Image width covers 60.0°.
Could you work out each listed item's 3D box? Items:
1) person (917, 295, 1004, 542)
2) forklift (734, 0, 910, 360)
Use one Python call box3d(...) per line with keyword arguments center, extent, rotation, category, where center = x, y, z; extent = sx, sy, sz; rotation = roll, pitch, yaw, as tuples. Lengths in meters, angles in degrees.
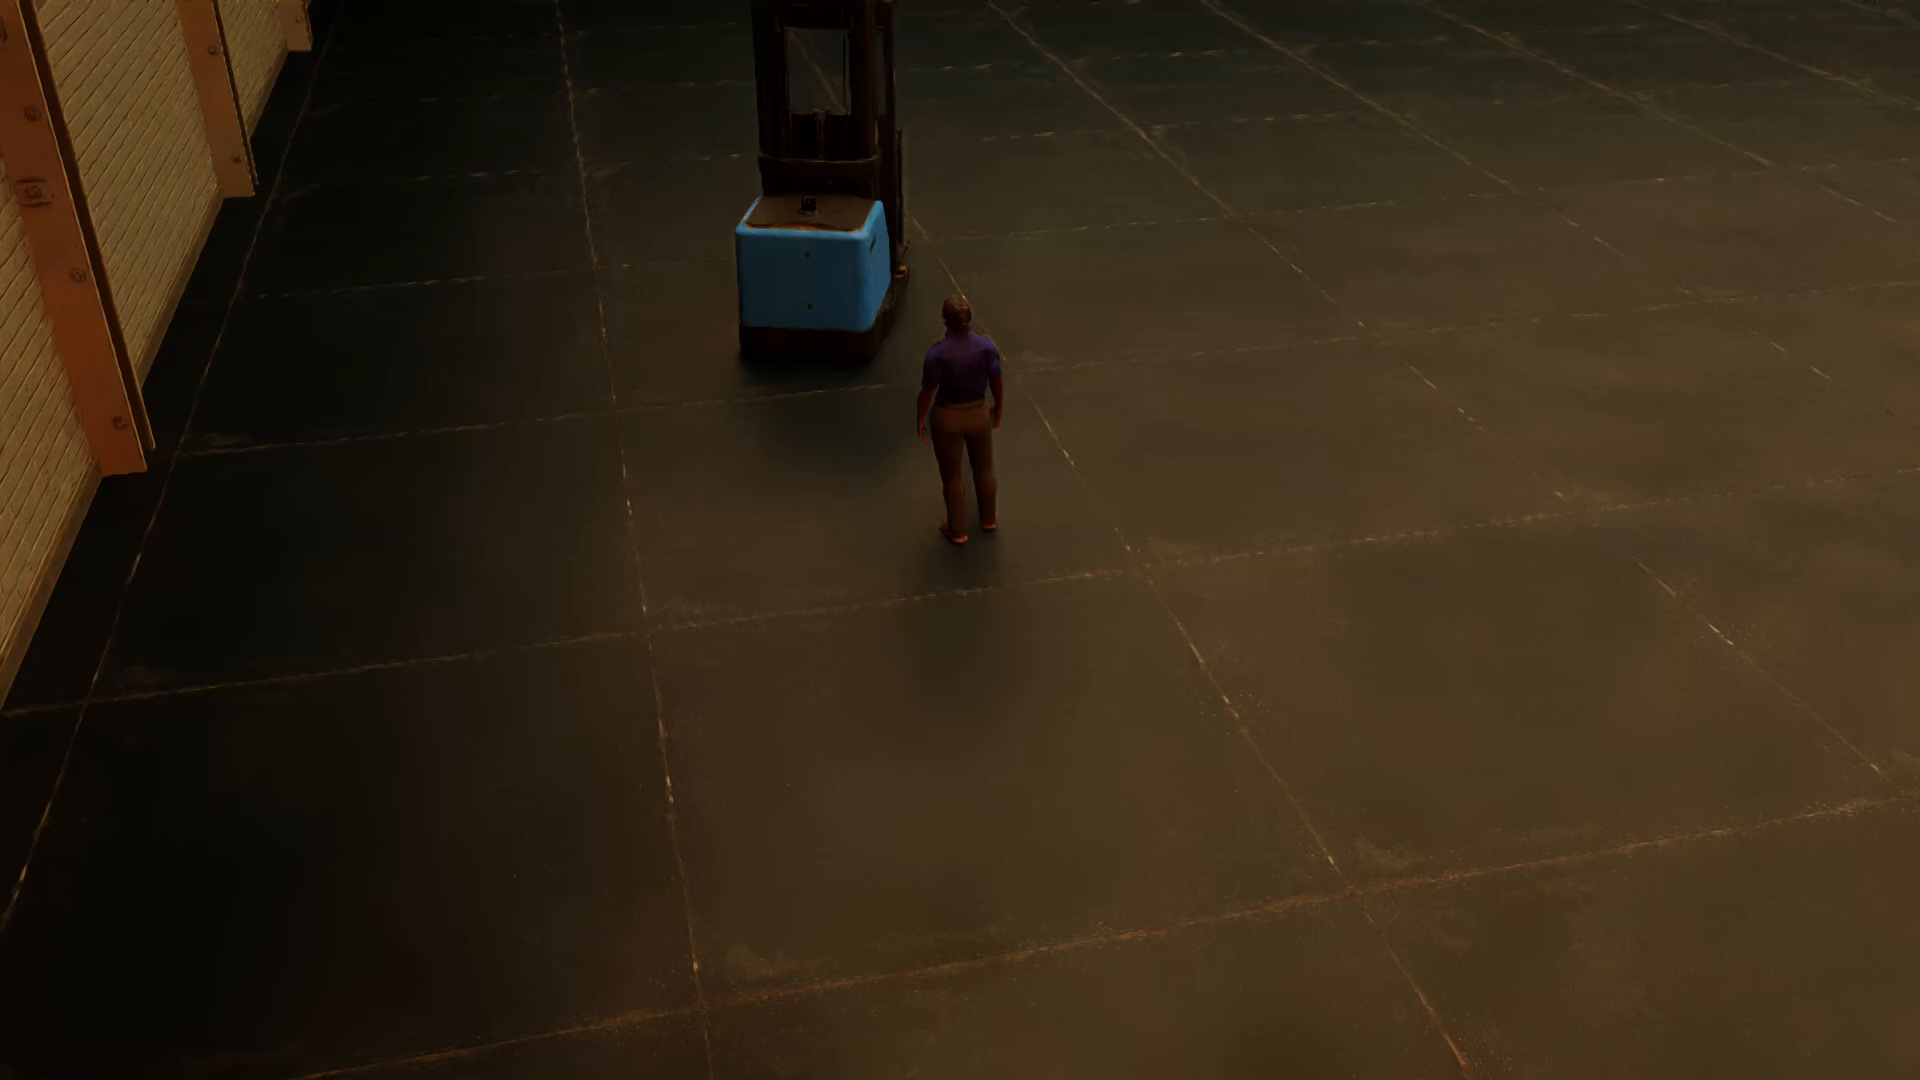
box3d(center=(-0.001, -0.761, 10.163), extent=(0.570, 1.641, 0.503), rotation=(-7, 31, -12), category="person")
box3d(center=(-1.021, -3.362, 13.383), extent=(1.130, 2.935, 3.031), rotation=(3, 30, 6), category="forklift")
